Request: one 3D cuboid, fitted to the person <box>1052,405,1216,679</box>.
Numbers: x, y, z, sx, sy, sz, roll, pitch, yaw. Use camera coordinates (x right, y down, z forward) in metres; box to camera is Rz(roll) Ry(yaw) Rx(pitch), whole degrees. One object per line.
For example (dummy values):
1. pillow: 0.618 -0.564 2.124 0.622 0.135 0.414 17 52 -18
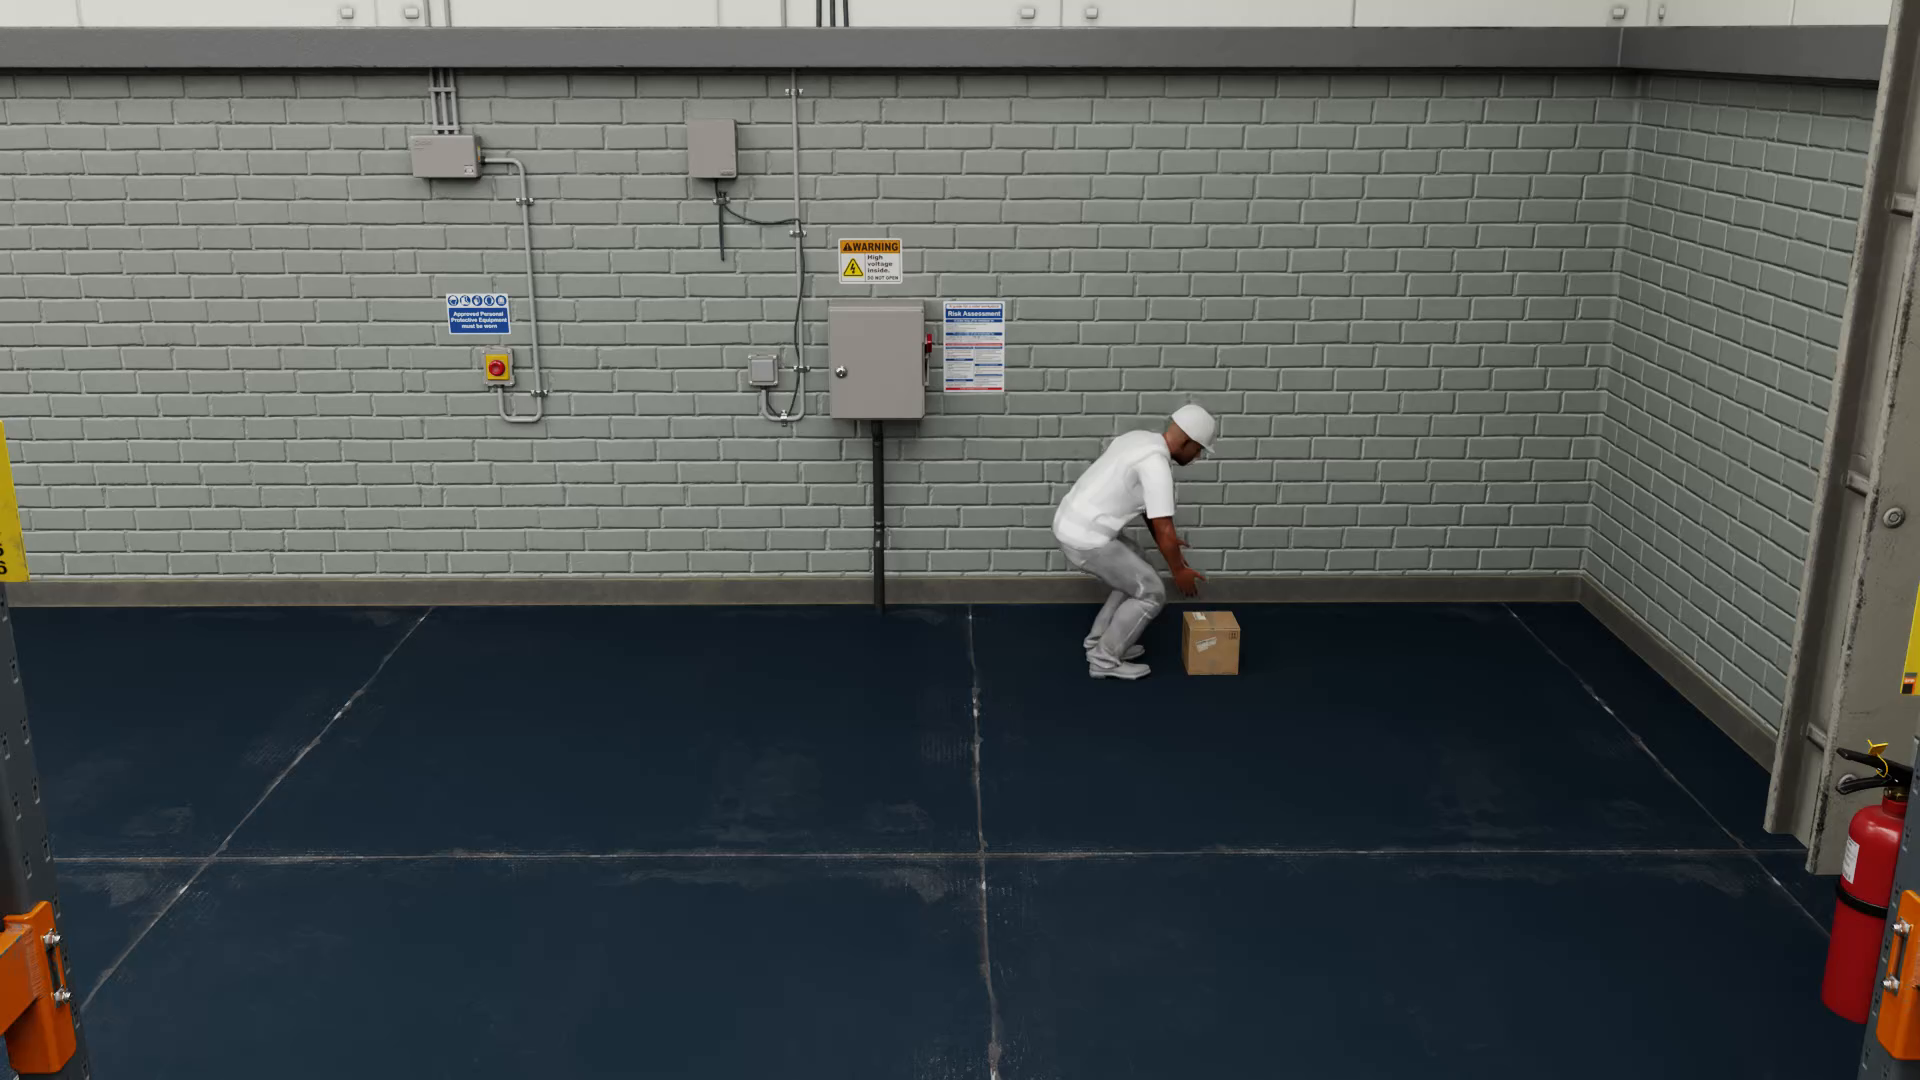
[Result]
1. person: 0.856 -0.013 8.271 0.792 1.343 0.631 0 17 -1
